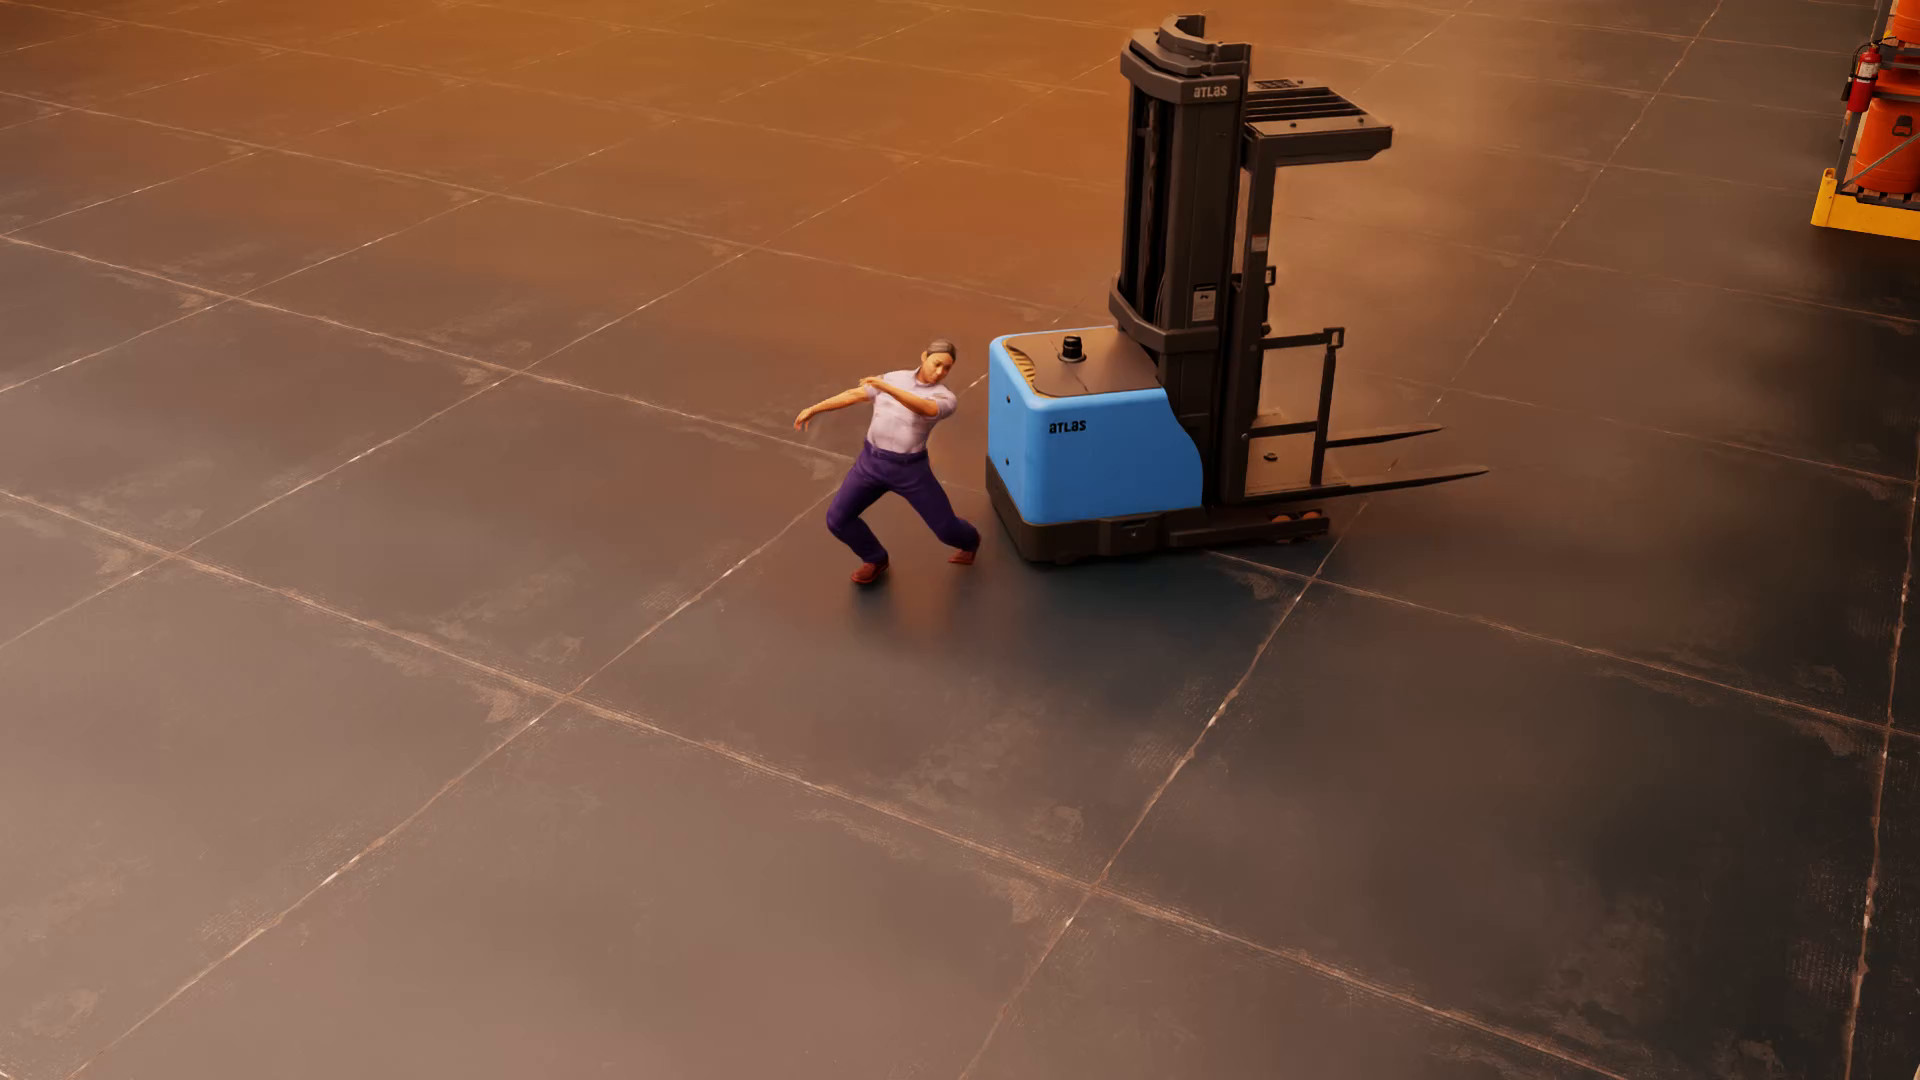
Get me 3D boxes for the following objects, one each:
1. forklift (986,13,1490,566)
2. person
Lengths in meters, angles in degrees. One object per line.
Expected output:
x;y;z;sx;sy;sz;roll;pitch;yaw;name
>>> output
1.735;-1.498;9.666;3.031;2.935;1.130;-7;31;-11;forklift
-0.422;-0.419;9.279;0.976;1.405;0.723;9;31;16;person
